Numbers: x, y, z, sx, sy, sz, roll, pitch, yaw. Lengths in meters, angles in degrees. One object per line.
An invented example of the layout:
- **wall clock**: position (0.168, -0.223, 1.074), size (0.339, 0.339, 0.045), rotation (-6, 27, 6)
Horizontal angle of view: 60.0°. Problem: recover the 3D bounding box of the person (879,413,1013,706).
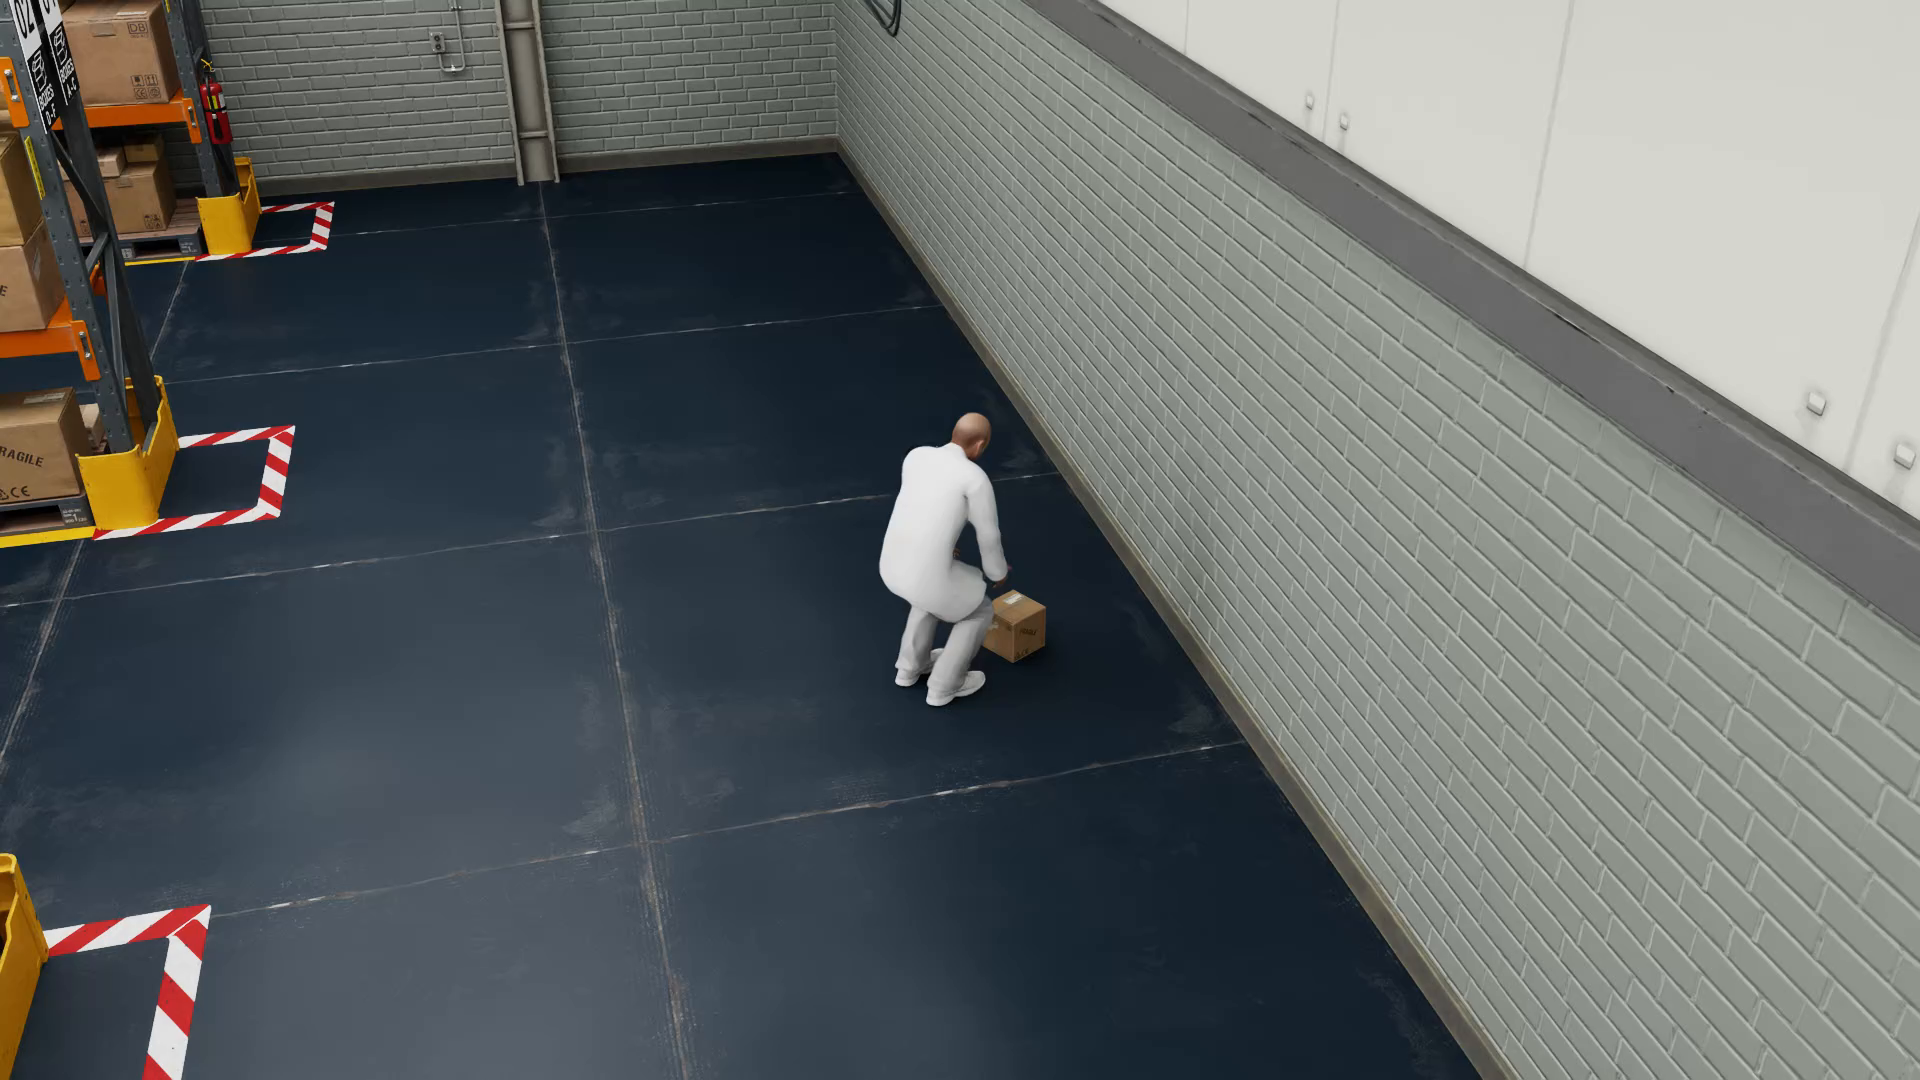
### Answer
- **person**: position (-0.106, 0.100, 8.429), size (0.701, 1.440, 0.631), rotation (-25, 38, -37)
